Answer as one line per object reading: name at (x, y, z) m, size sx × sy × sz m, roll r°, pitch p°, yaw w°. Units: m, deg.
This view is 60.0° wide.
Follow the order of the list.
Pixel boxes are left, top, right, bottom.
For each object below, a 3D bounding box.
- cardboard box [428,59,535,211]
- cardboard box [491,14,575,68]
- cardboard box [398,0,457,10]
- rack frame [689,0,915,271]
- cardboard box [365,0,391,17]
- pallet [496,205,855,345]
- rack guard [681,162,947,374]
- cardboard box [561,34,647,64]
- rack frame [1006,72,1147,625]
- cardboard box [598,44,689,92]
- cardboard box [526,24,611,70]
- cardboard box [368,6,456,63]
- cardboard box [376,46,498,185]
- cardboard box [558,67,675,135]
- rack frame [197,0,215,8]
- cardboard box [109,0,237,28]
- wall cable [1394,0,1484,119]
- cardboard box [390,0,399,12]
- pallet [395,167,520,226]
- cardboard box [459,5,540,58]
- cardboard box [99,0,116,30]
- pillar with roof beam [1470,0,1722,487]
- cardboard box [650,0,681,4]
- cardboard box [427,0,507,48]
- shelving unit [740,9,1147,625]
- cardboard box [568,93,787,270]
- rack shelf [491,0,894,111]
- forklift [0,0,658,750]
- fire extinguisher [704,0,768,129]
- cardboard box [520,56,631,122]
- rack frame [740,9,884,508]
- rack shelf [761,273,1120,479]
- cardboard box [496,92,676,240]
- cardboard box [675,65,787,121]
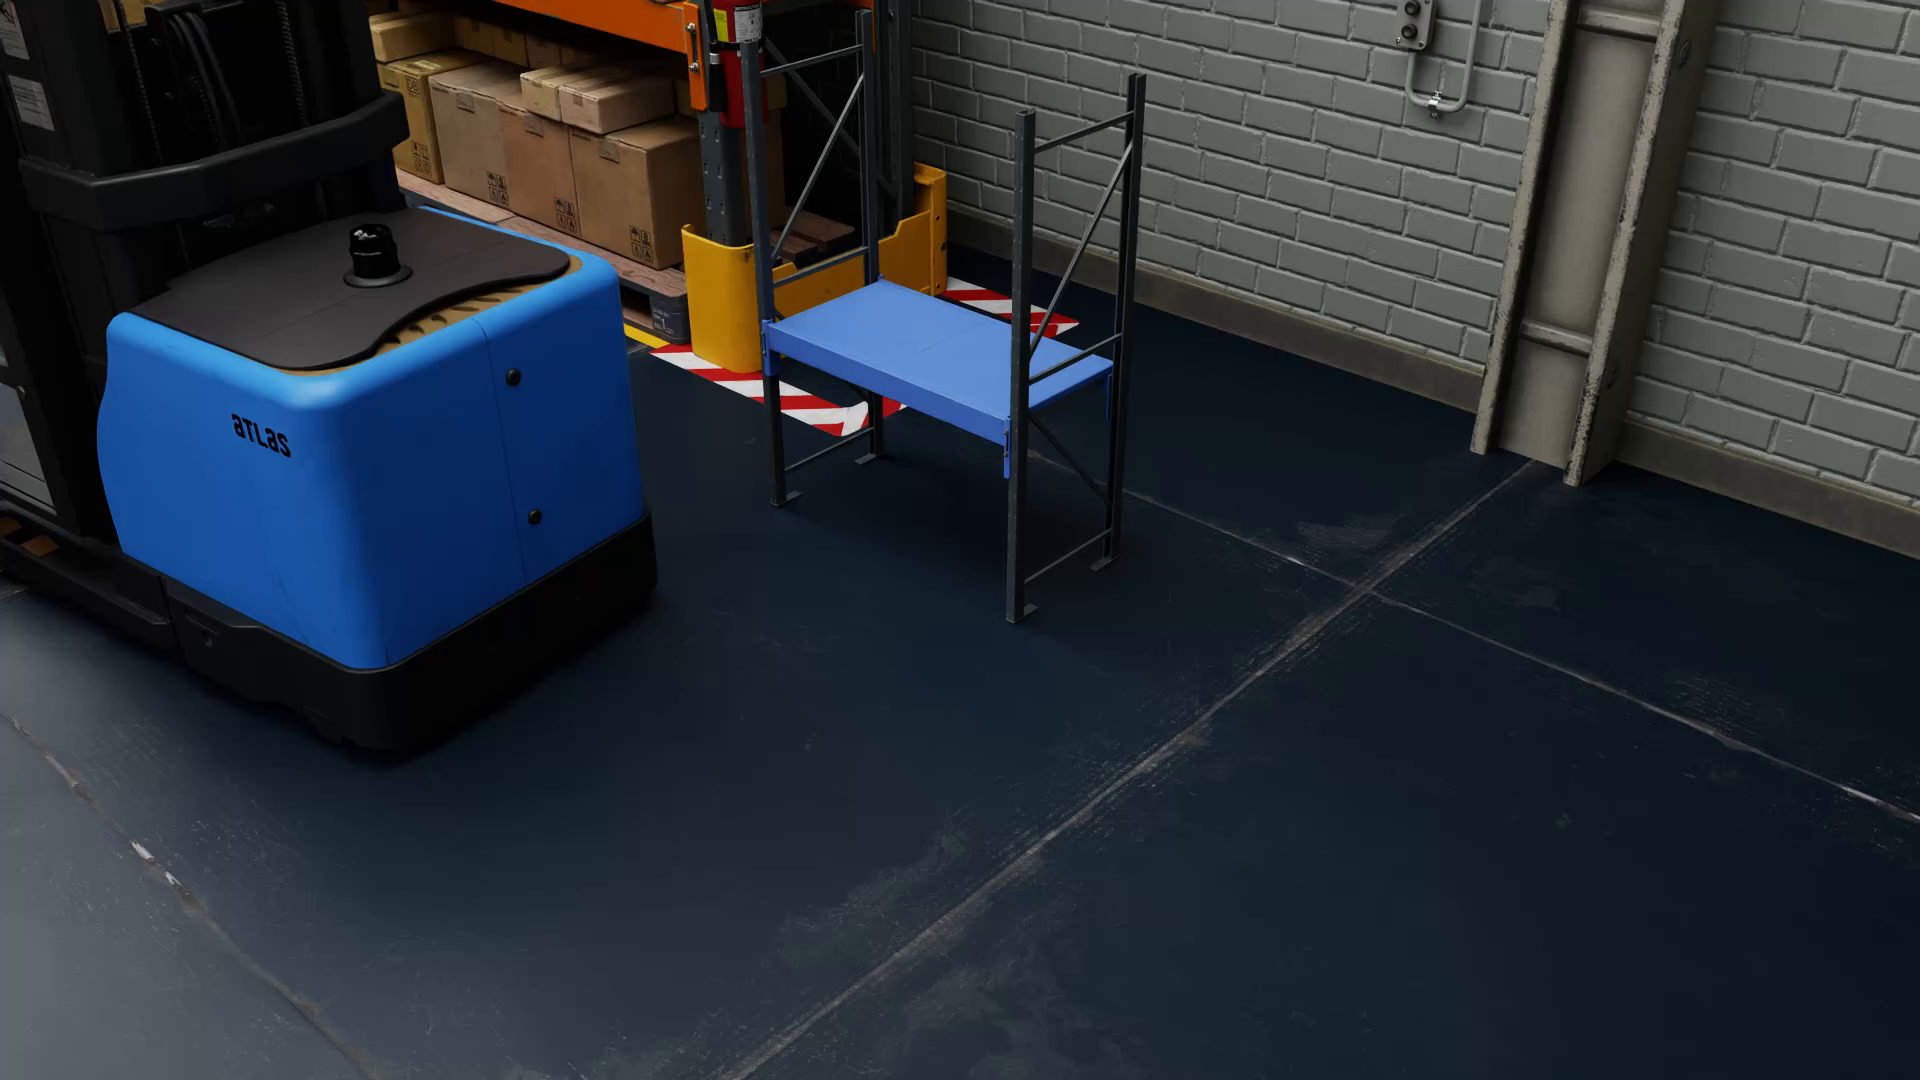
cardboard box at (-1.896, -1.851, 7.433) m, size 0.500 × 0.500 × 0.700 m, roll 24°, pitch 38°, yaw 34°
cardboard box at (-1.866, -2.253, 7.472) m, size 0.250 × 0.149 × 0.380 m, roll 25°, pitch 39°, yaw 36°
cardboard box at (-2.432, -2.518, 7.911) m, size 0.250 × 0.149 × 0.380 m, roll 24°, pitch 38°, yaw 34°
rack frame at (-0.566, -2.191, 5.981) m, size 0.127 × 3.000 × 1.000 m, roll 25°, pitch 39°, yaw 35°
cardboard box at (-2.914, -2.476, 7.842) m, size 0.250 × 0.149 × 0.380 m, roll 27°, pitch 40°, yaw 37°
pallet at (-1.211, -1.243, 7.110) m, size 1.213 × 0.211 × 1.003 m, roll 25°, pitch 39°, yaw 35°
rack guard at (-0.548, -1.112, 6.612) m, size 0.348 × 0.500 × 1.175 m, roll 25°, pitch 39°, yaw 35°
cardboard box at (-1.486, -2.077, 7.179) m, size 0.250 × 0.149 × 0.380 m, roll 25°, pitch 39°, yaw 35°
rack frame at (0.314, -0.496, 4.620) m, size 0.032 × 1.500 × 0.500 m, roll 25°, pitch 39°, yaw 35°
cardboard box at (-1.301, -1.990, 7.035) m, size 0.250 × 0.149 × 0.380 m, roll 25°, pitch 39°, yaw 35°
cardboard box at (-1.675, -2.165, 7.325) m, size 0.250 × 0.149 × 0.380 m, roll 26°, pitch 39°, yaw 36°
cardboard box at (-2.527, -2.295, 7.542) m, size 0.250 × 0.149 × 0.380 m, roll 24°, pitch 38°, yaw 34°
cardboard box at (-2.296, -2.033, 7.734) m, size 0.500 × 0.500 × 0.700 m, roll 26°, pitch 40°, yaw 36°
cardboard box at (-1.369, -1.757, 6.647) m, size 0.250 × 0.149 × 0.380 m, roll 25°, pitch 39°, yaw 35°
rack frame at (-3.531, -3.575, 8.281) m, size 0.127 × 3.000 × 1.000 m, roll 25°, pitch 39°, yaw 35°
cardboard box at (-4.100, -3.009, 9.018) m, size 0.750 × 0.750 × 0.750 m, roll 26°, pitch 39°, yaw 36°
wall cable at (1.019, -2.545, 5.584) m, size 1.851 × 1.984 × 0.084 m, roll 25°, pitch 39°, yaw 35°
cardboard box at (-3.046, -2.386, 8.322) m, size 0.500 × 0.500 × 0.700 m, roll 26°, pitch 39°, yaw 36°
pallet at (-2.111, -1.665, 7.812) m, size 1.213 × 0.211 × 1.003 m, roll 25°, pitch 39°, yaw 35°
cardboard box at (-2.053, -2.341, 7.618) m, size 0.250 × 0.149 × 0.380 m, roll 24°, pitch 39°, yaw 34°
cardboard box at (-4.762, -3.316, 9.527) m, size 0.750 × 0.750 × 0.750 m, roll 26°, pitch 40°, yaw 36°
pillar with roof beam at (-0.872, -2.511, 0.696) m, size 0.400 × 9.000 × 9.100 m, roll 25°, pitch 39°, yaw 35°
cardboard box at (-0.950, -2.492, 6.190) m, size 0.700 × 0.700 × 0.980 m, roll 27°, pitch 40°, yaw 37°
cardboard box at (-2.245, -2.430, 7.766) m, size 0.250 × 0.149 × 0.380 m, roll 25°, pitch 39°, yaw 36°
shelving unit at (-0.063, -0.672, 4.912) m, size 1.048 × 1.500 × 0.538 m, roll 25°, pitch 39°, yaw 35°
cardboard box at (-1.152, -1.504, 6.856) m, size 0.500 × 0.500 × 0.700 m, roll 25°, pitch 39°, yaw 35°
rack shelf at (-2.048, -2.575, 7.316) m, size 4.000 × 0.370 × 1.077 m, roll 25°, pitch 39°, yaw 35°
forklift at (-2.395, -1.304, 4.575) m, size 3.031 × 2.935 × 1.130 m, roll 20°, pitch 36°, yaw 29°
fire extinguisher at (-0.763, -1.769, 5.717) m, size 0.183 × 0.674 × 0.296 m, roll 25°, pitch 39°, yaw 35°
cardboard box at (-1.559, -1.845, 6.793) m, size 0.250 × 0.149 × 0.380 m, roll 26°, pitch 40°, yaw 36°
rack frame at (-0.440, -0.848, 5.204) m, size 0.032 × 1.500 × 0.500 m, roll 25°, pitch 39°, yaw 35°
rack shelf at (-0.063, -0.518, 5.005) m, size 1.000 × 0.185 × 0.538 m, roll 25°, pitch 39°, yaw 35°
cardboard box at (-1.523, -1.677, 7.144) m, size 0.500 × 0.500 × 0.700 m, roll 25°, pitch 39°, yaw 35°
cardboard box at (-0.925, -1.815, 6.744) m, size 0.250 × 0.149 × 0.380 m, roll 25°, pitch 39°, yaw 35°
